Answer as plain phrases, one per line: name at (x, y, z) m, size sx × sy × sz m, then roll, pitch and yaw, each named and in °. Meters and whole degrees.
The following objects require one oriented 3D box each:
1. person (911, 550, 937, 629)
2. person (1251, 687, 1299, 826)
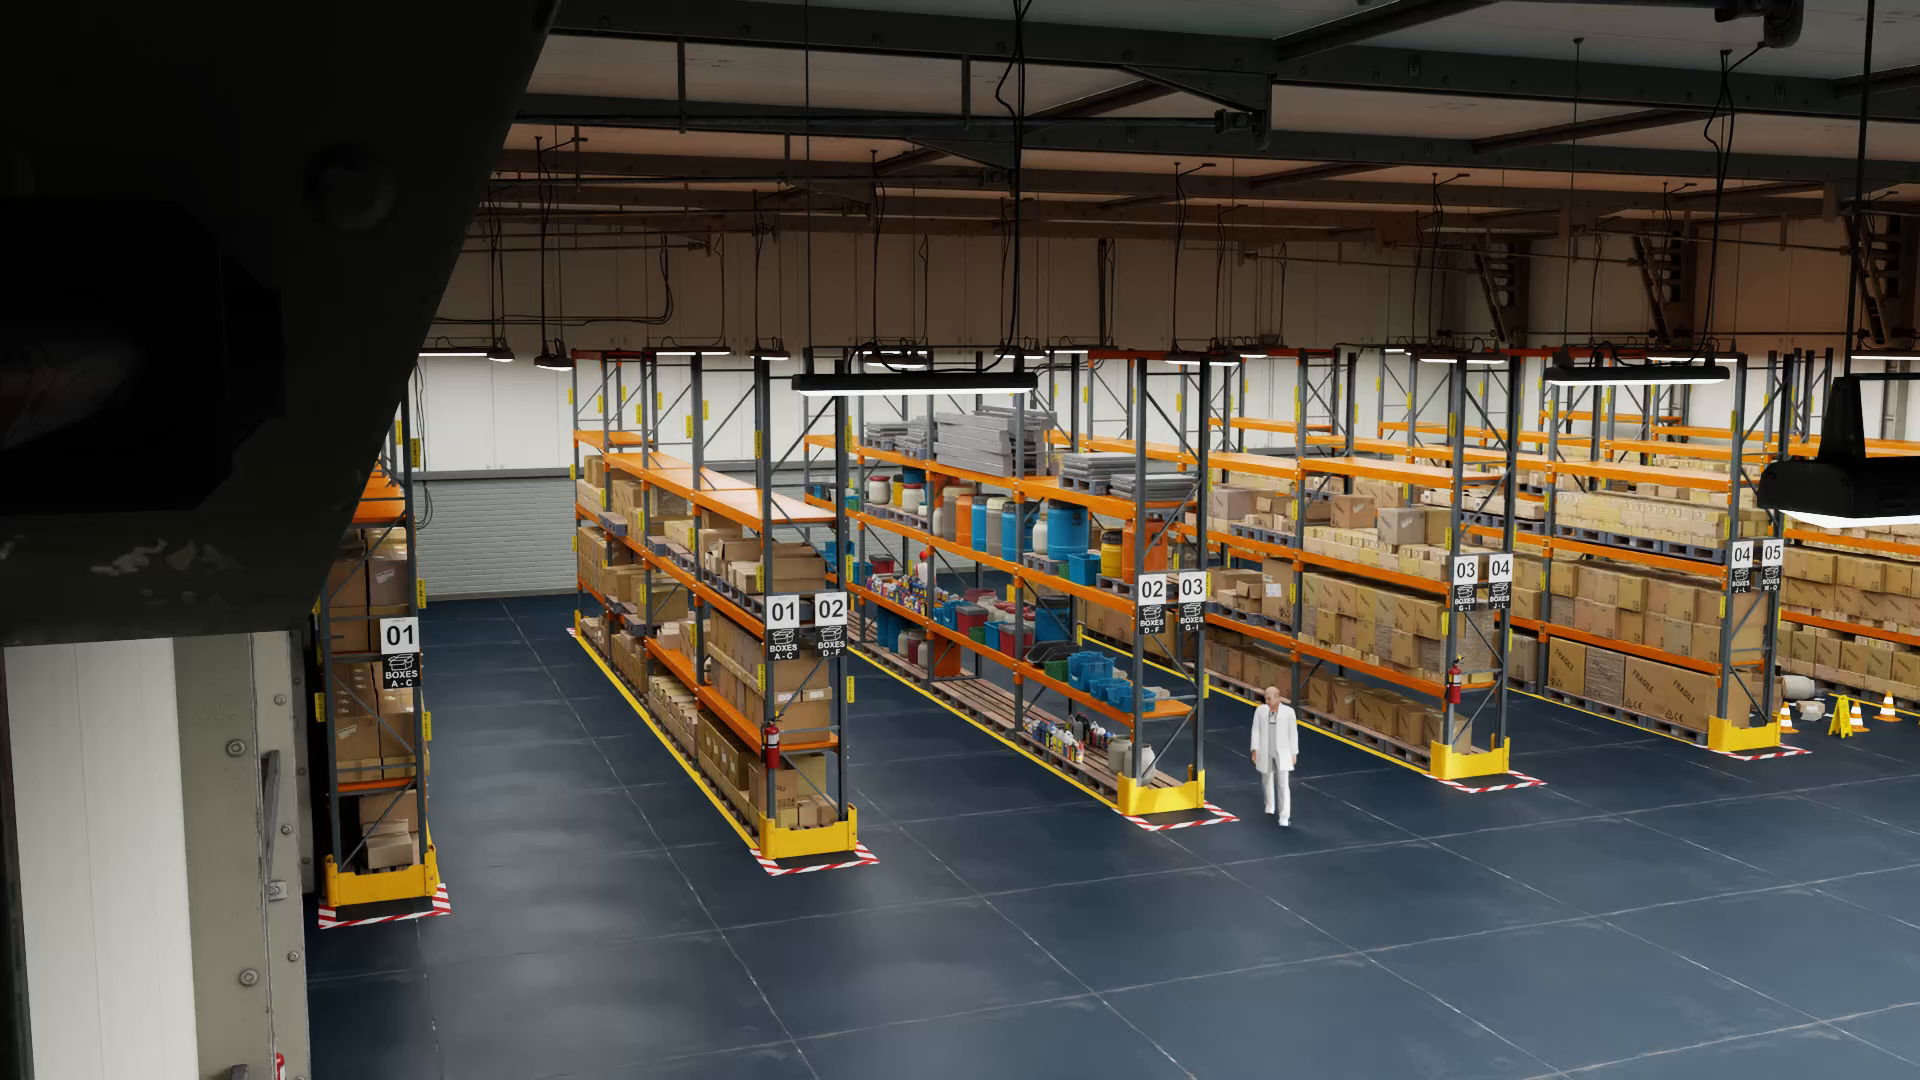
person at (-0.751, 1.119, 34.849) m, size 0.587 × 1.787 × 0.547 m, roll 2°, pitch 7°, yaw 13°
person at (4.085, 2.778, 21.659) m, size 0.612 × 1.743 × 0.886 m, roll 3°, pitch 8°, yaw 22°
